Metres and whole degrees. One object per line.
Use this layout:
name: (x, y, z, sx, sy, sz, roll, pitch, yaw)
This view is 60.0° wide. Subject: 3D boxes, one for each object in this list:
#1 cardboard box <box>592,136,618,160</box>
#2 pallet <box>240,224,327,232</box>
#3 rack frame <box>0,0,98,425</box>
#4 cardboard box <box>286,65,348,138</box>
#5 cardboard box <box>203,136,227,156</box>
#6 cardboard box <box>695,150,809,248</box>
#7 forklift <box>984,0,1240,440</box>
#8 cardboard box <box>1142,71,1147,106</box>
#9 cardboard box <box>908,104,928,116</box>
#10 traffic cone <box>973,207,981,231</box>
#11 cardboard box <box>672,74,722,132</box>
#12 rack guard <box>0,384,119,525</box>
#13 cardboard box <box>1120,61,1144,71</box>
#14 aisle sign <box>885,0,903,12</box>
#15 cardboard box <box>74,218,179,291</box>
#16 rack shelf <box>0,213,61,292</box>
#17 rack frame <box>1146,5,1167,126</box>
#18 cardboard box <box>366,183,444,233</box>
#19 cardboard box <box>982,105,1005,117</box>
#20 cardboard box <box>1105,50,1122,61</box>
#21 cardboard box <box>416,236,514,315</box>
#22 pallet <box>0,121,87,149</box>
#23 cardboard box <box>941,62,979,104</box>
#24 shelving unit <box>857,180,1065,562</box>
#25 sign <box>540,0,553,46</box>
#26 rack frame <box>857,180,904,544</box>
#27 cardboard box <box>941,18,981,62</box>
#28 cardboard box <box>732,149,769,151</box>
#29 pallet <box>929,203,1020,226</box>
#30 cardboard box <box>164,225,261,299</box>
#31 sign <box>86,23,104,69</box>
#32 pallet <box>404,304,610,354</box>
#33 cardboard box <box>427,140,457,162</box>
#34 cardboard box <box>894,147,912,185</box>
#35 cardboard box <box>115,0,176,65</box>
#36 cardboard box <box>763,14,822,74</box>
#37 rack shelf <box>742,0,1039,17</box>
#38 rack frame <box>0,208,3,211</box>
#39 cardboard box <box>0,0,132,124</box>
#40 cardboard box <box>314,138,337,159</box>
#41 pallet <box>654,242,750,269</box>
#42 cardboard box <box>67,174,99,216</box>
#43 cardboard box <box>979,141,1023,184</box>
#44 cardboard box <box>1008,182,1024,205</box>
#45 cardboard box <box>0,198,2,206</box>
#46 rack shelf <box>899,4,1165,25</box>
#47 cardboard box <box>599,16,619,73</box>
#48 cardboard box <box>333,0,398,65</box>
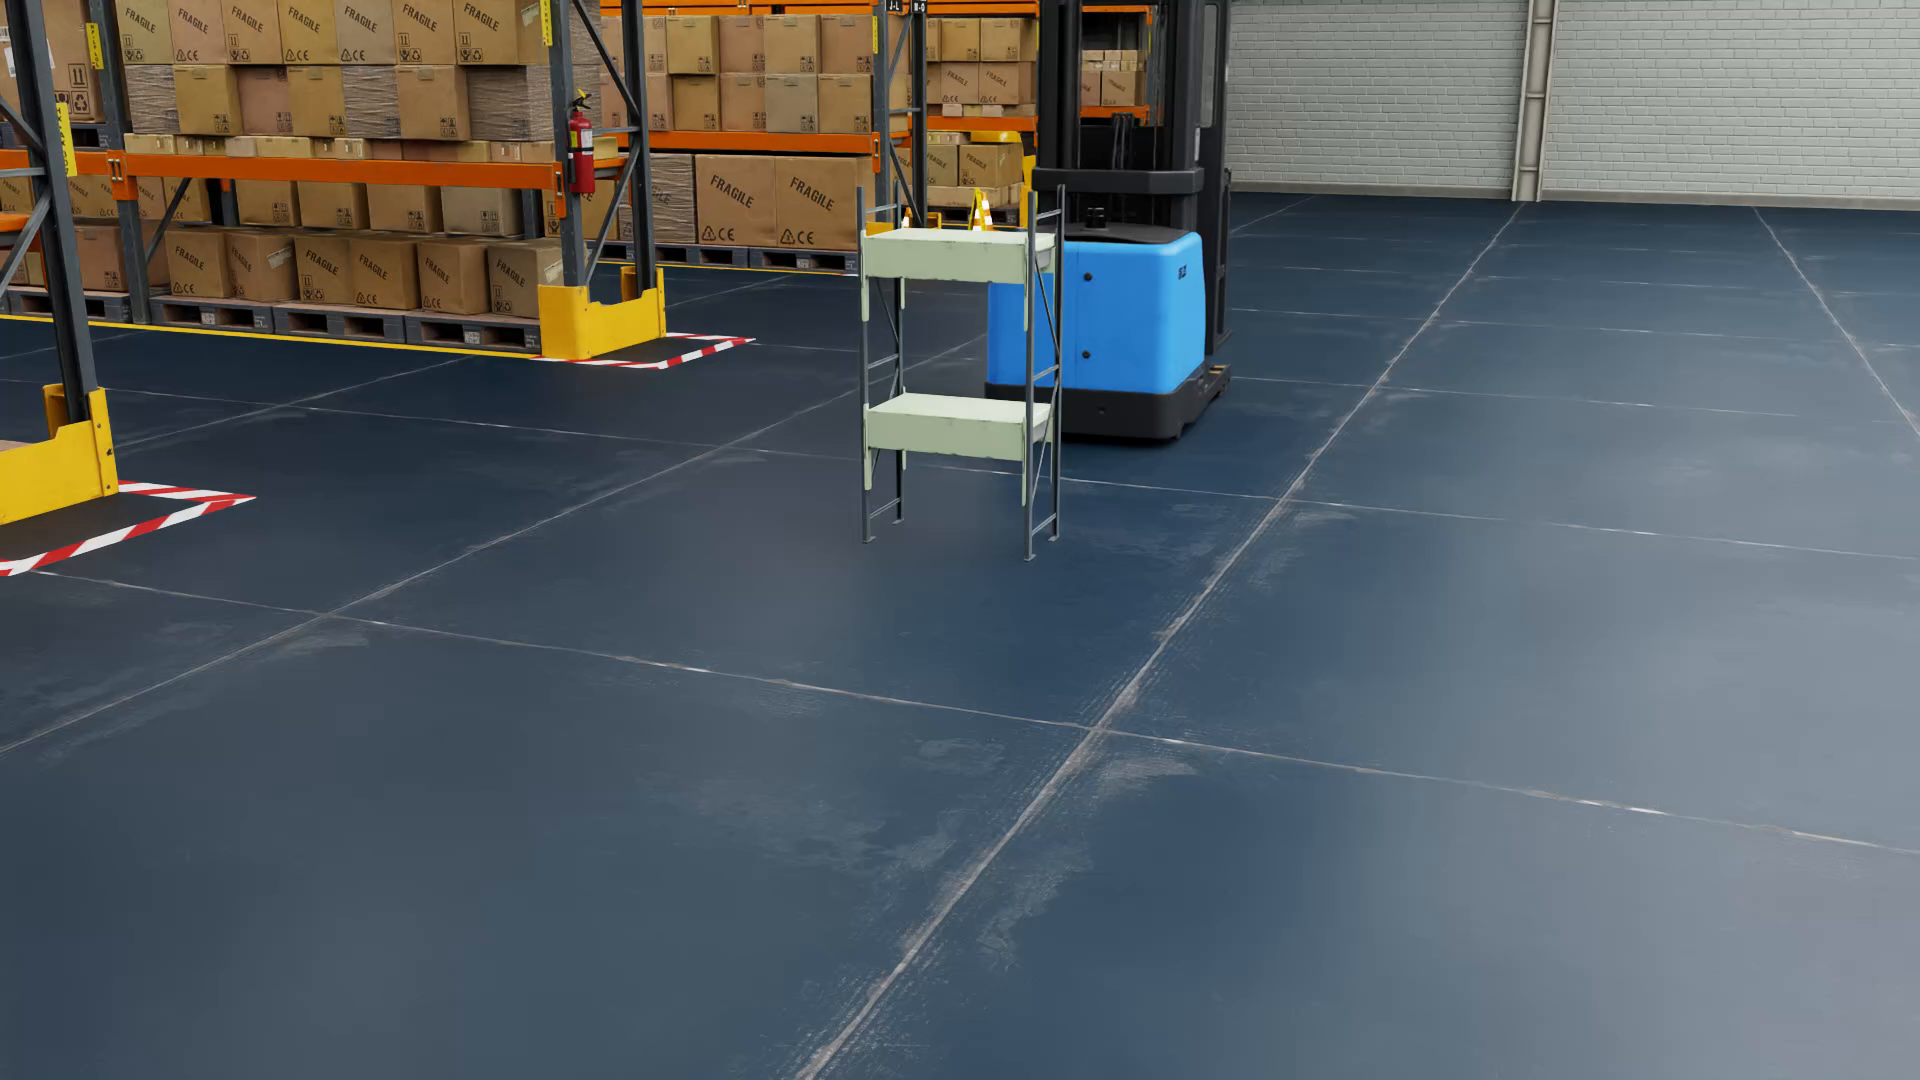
cardboard box: (-2.657, -2.803, 11.901, 0.250, 0.149, 0.380, 6, 17, 21)
pallet: (-7.302, -3.488, 18.811, 1.213, 0.211, 1.003, 6, 17, 21)
rack frame: (-4.297, -1.549, 7.128, 0.127, 3.000, 1.000, 6, 17, 21)
cardboard box: (-4.401, -3.224, 12.186, 0.500, 0.500, 0.875, 6, 17, 21)
cardboard box: (-5.405, -2.951, 12.410, 0.250, 0.149, 0.380, 6, 17, 21)
cardboard box: (-2.040, -3.432, 16.674, 0.875, 0.875, 0.875, 6, 17, 20)
forklift: (1.061, -2.310, 9.873, 1.130, 2.935, 3.031, 5, 17, 17)
cardboard box: (2.615, -6.862, 25.250, 0.500, 0.500, 0.500, 7, 18, 22)
cardboard box: (-0.486, -5.378, 20.770, 0.250, 0.149, 0.380, 6, 17, 20)
traffic cone: (0.192, -3.572, 18.647, 0.334, 0.463, 0.336, 6, 17, 21)
cardboard box: (-2.430, -4.391, 16.651, 0.500, 0.550, 0.875, 6, 17, 21)
rack guard: (-4.385, -0.344, 7.461, 0.348, 0.500, 1.175, 6, 17, 21)
cardboard box: (2.549, -7.013, 24.609, 0.250, 0.149, 0.380, 7, 17, 21)
aisle sign: (-0.610, -5.273, 15.293, 0.004, 0.787, 0.394, 6, 17, 21)
cardboard box: (-6.764, -2.322, 13.485, 0.500, 0.500, 0.700, 5, 17, 16)
rack shelf: (-6.158, -1.408, 7.933, 4.000, 0.370, 1.077, 6, 17, 21)
rack frame: (2.974, -6.691, 24.841, 0.127, 3.000, 1.000, 6, 17, 21)
cardboard box: (-5.793, -3.779, 18.094, 0.750, 0.750, 1.050, 6, 17, 21)
cardboard box: (0.454, -5.263, 20.372, 0.250, 0.149, 0.380, 6, 17, 20)
cardboard box: (2.323, -7.193, 24.693, 0.250, 0.149, 0.380, 6, 17, 21)
cardboard box: (-3.623, -1.955, 12.257, 0.500, 0.500, 0.500, 12, 20, 35)
pallet: (-8.065, -3.368, 13.737, 1.213, 0.211, 1.003, 6, 17, 21)
cardboard box: (0.086, -5.631, 20.476, 0.500, 0.500, 0.500, 6, 17, 21)
shelving unit: (0.006, -0.720, 6.962, 0.755, 1.500, 0.431, 6, 17, 21)
sign: (-2.702, -3.399, 10.858, 0.005, 0.325, 0.100, 6, 17, 21)
rack frame: (-0.334, -0.757, 7.091, 0.023, 1.500, 0.400, 6, 17, 21)
cardboard box: (0.133, -6.124, 20.381, 0.500, 0.500, 0.700, 6, 17, 21)
cardboard box: (-3.282, -6.439, 27.478, 0.625, 0.625, 0.875, 7, 18, 22)
pallet: (0.343, -4.164, 21.139, 1.213, 0.211, 1.003, 6, 17, 21)
cardboard box: (-5.843, -2.192, 13.075, 0.500, 0.500, 0.500, 6, 17, 19)
sign: (-6.401, -3.654, 12.303, 0.005, 0.325, 0.100, 6, 17, 21)
pallet: (-3.293, -1.594, 12.286, 1.213, 0.211, 1.003, 6, 17, 21)
cardboard box: (-3.531, -2.756, 11.736, 0.250, 0.149, 0.380, 6, 17, 21)
cardboard box: (-0.638, -4.765, 21.040, 0.500, 0.500, 0.500, 6, 17, 19)
cardboard box: (-5.876, -3.801, 12.381, 0.500, 0.500, 0.500, 6, 17, 21)
cardboard box: (-1.442, -4.780, 16.053, 0.550, 0.550, 0.875, 6, 17, 21)
rack shelf: (-0.704, -6.703, 20.793, 4.000, 0.370, 1.077, 6, 17, 21)
rack frame: (-11.729, -5.337, 20.176, 0.127, 3.000, 1.000, 6, 17, 21)
cardboard box: (-6.889, -3.850, 13.225, 1.000, 1.000, 1.000, 6, 17, 21)
cardboard box: (-4.462, -2.858, 12.088, 0.250, 0.149, 0.380, 6, 17, 21)
pallet: (-2.469, -2.957, 16.980, 1.213, 0.211, 1.003, 6, 17, 21)
cardboard box: (-10.154, -4.090, 19.612, 0.500, 0.500, 0.500, 7, 17, 22)
cardboard box: (0.485, -4.801, 21.165, 0.500, 0.500, 0.500, 6, 17, 19)
cardboard box: (0.507, -4.439, 21.262, 0.500, 0.250, 0.500, 6, 17, 20)
cardboard box: (-11.950, -4.290, 20.931, 0.250, 0.149, 0.380, 5, 17, 18)
rack shelf: (1.114, -7.991, 25.228, 4.000, 0.370, 1.077, 6, 17, 21)
cardboard box: (-3.402, -5.036, 16.935, 0.550, 0.550, 0.875, 6, 17, 21)
cardboard box: (-4.014, -3.598, 11.680, 0.500, 0.500, 0.500, 6, 17, 21)
